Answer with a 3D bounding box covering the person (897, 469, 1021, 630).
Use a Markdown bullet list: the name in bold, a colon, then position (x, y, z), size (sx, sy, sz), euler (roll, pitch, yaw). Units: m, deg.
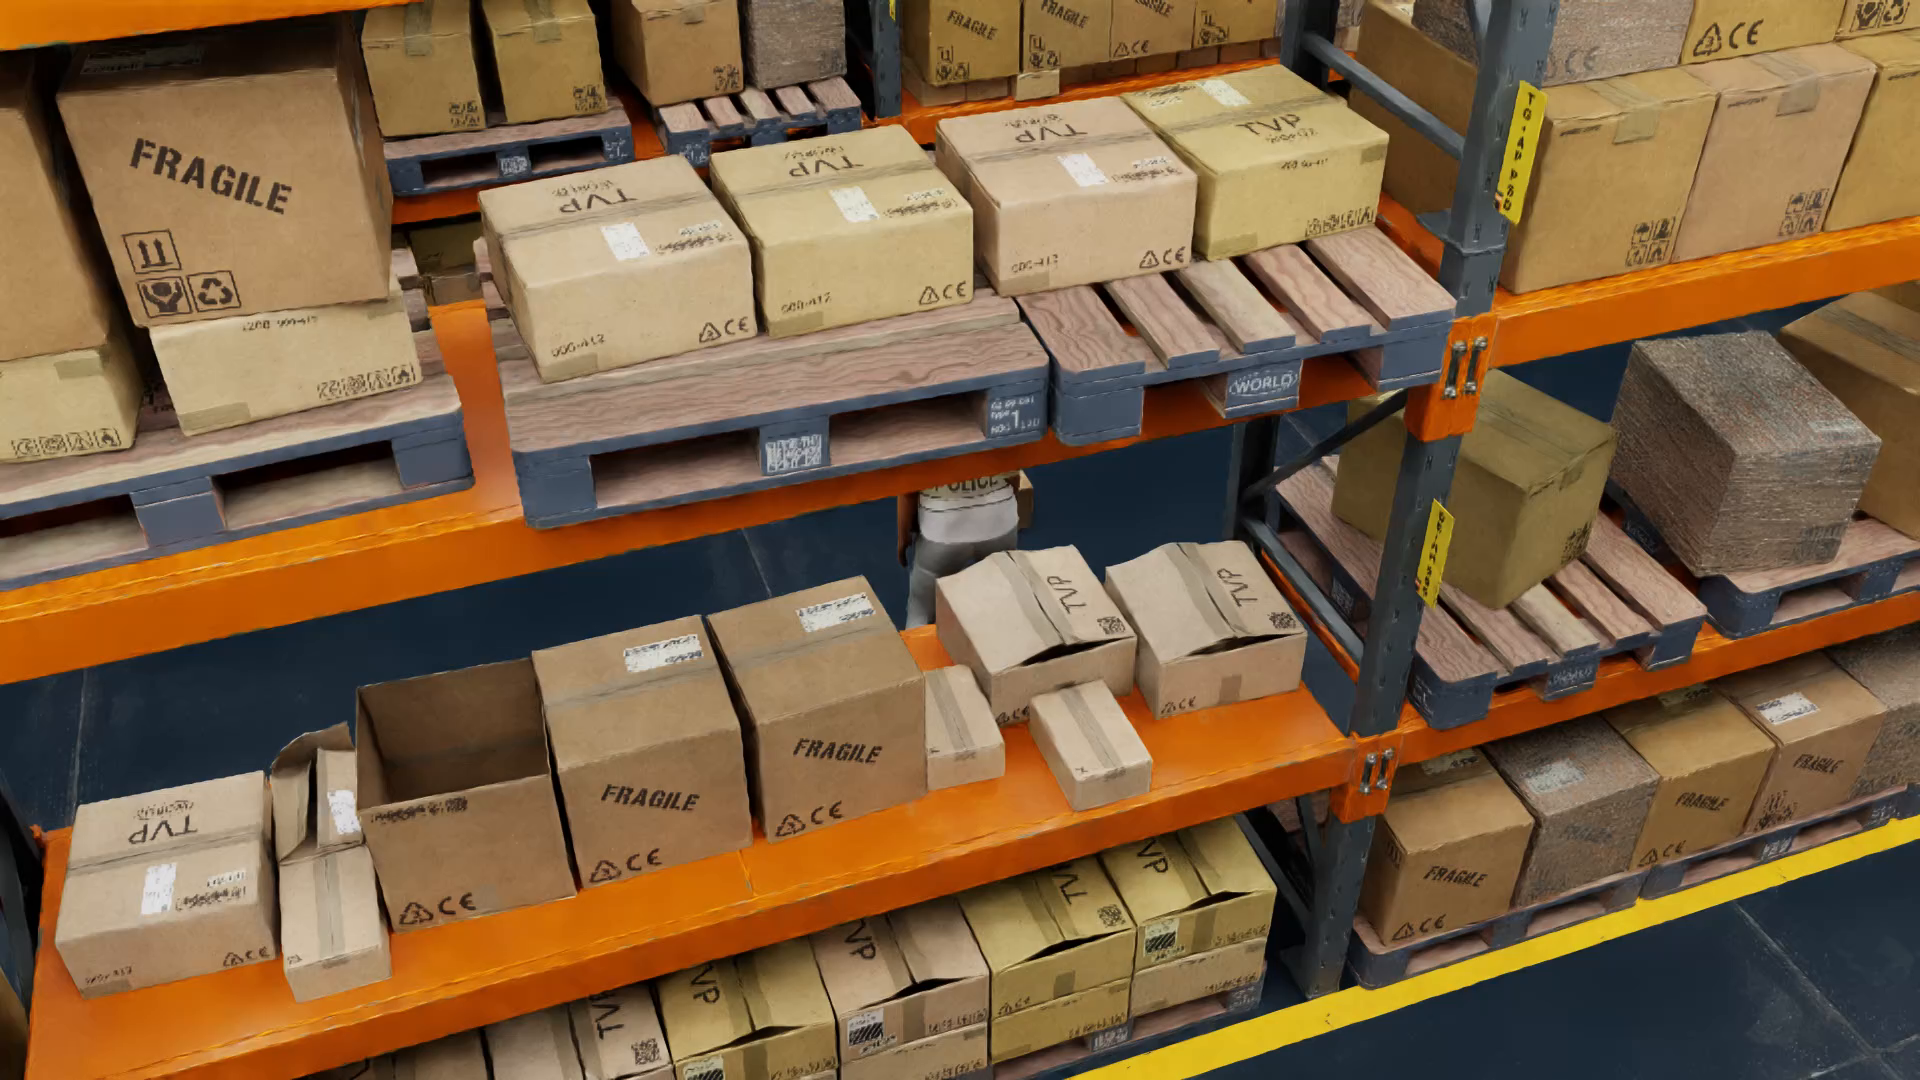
- **person**: position (-0.027, -0.040, 6.849), size (0.616, 1.664, 0.580), euler (-9, 39, -11)
